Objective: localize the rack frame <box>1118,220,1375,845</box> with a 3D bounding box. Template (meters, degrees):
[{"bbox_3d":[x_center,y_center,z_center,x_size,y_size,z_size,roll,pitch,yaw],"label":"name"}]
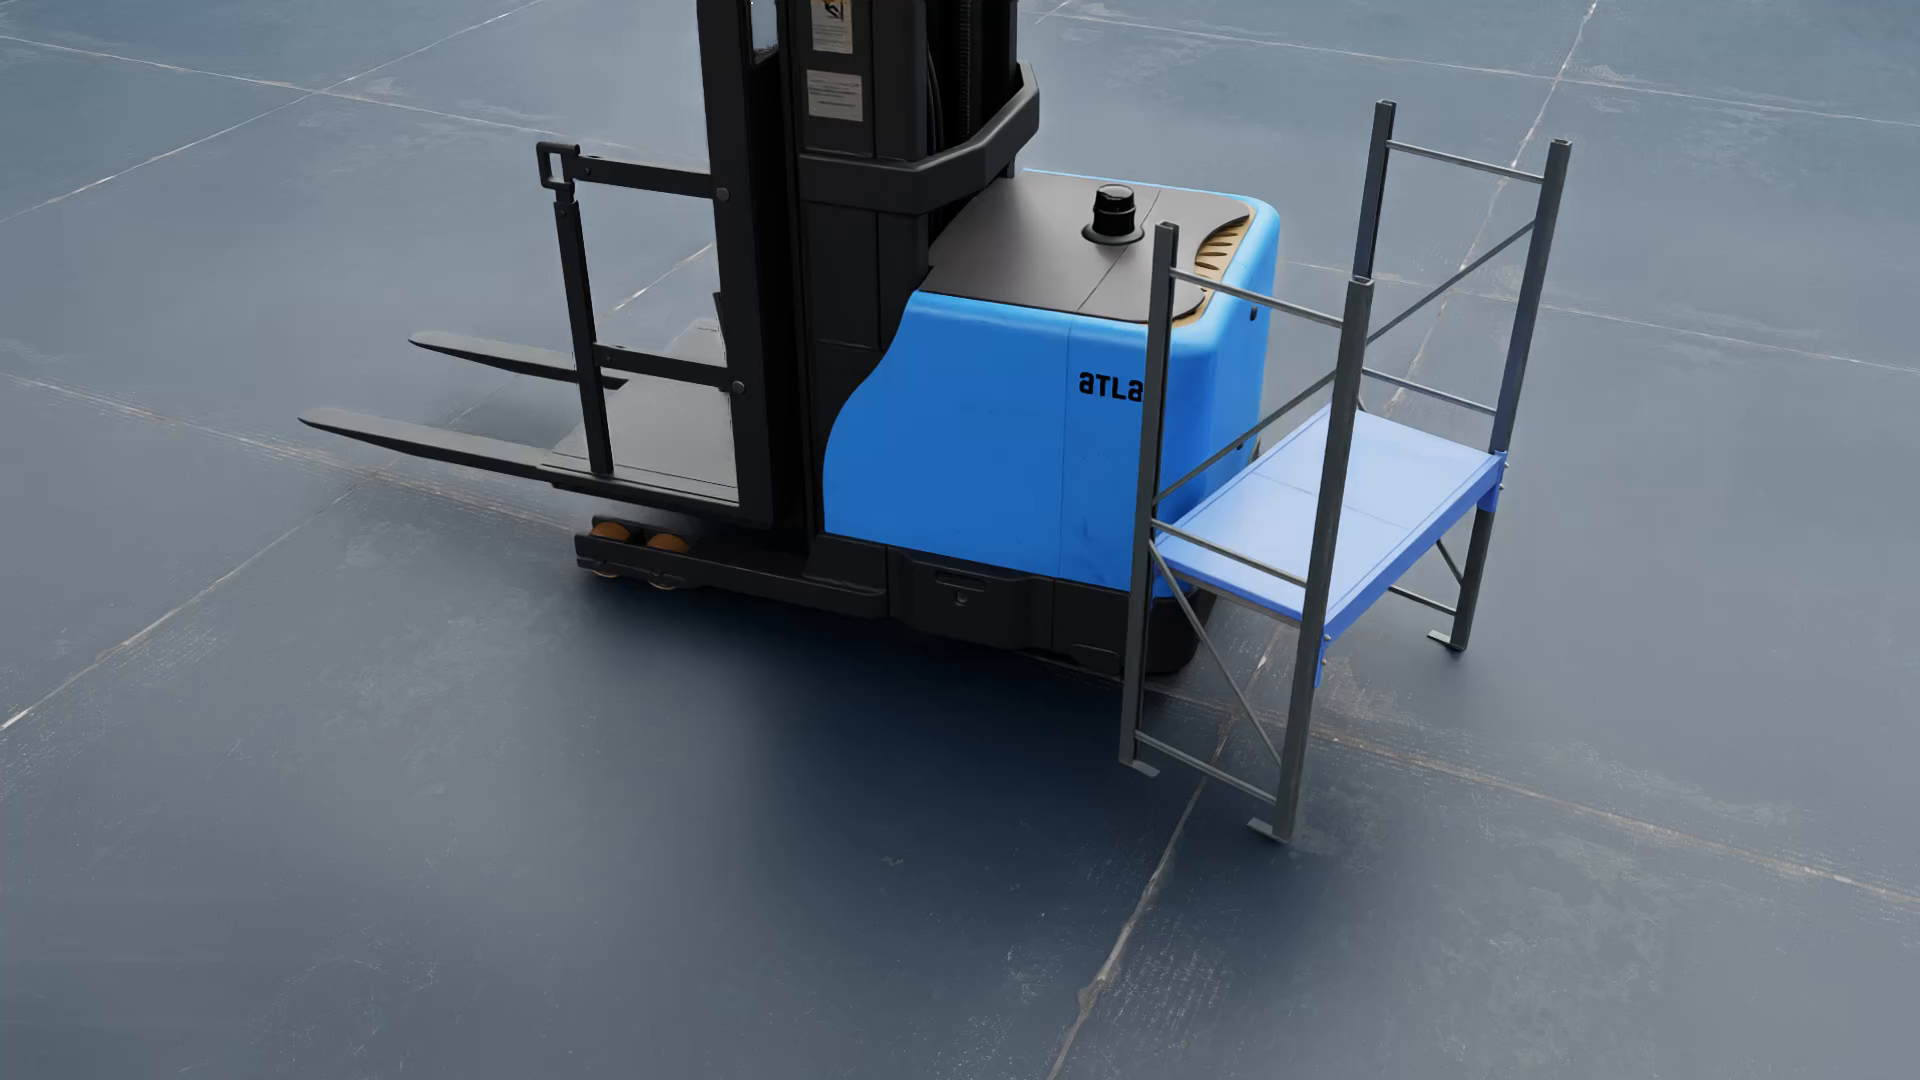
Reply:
[{"bbox_3d":[0.619,0.034,3.830,0.500,1.500,0.032,24,40,32],"label":"rack frame"}]

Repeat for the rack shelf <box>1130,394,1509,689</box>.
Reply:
[{"bbox_3d":[0.938,-0.033,4.260,0.538,0.185,1.000,24,40,32],"label":"rack shelf"}]

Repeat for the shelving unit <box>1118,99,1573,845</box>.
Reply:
[{"bbox_3d":[0.938,-0.183,4.162,0.538,1.500,1.048,24,40,32],"label":"shelving unit"}]

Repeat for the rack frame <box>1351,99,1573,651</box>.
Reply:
[{"bbox_3d":[1.256,-0.401,4.493,0.500,1.500,0.032,24,40,32],"label":"rack frame"}]

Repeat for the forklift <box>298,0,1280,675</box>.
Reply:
[{"bbox_3d":[-0.639,-1.335,4.613,3.031,2.935,1.130,11,35,16],"label":"forklift"}]
